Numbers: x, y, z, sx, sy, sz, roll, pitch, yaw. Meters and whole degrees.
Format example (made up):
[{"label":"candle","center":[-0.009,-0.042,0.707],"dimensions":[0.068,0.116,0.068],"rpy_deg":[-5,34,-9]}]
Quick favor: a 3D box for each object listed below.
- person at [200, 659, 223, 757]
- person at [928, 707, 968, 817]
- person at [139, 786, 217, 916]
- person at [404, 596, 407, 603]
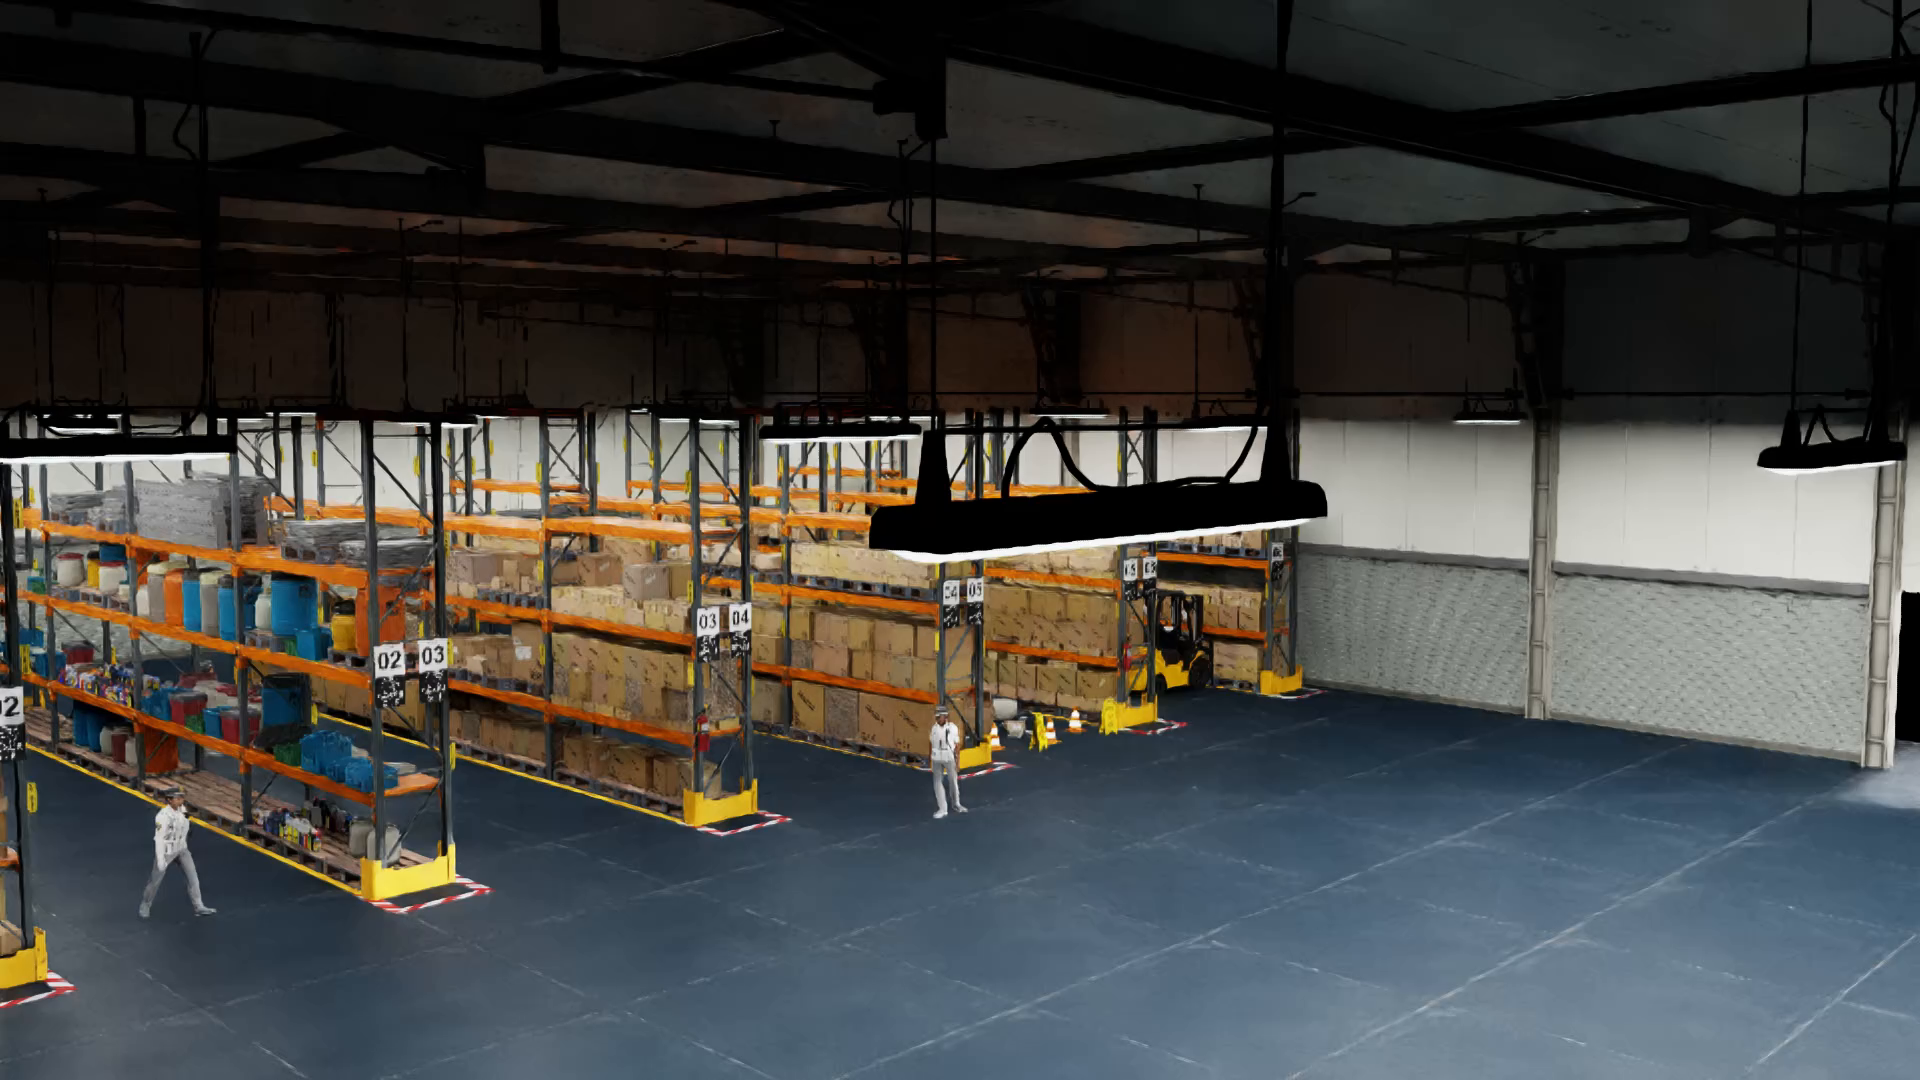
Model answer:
[{"label":"person","center":[-13.080,2.917,28.904],"dimensions":[0.582,1.682,0.364],"rpy_deg":[2,6,25]},{"label":"person","center":[-0.193,3.301,24.957],"dimensions":[0.568,1.662,0.526],"rpy_deg":[1,5,16]},{"label":"person","center":[-9.492,3.748,20.044],"dimensions":[0.936,1.625,0.529],"rpy_deg":[2,5,22]},{"label":"person","center":[-14.093,1.804,41.493],"dimensions":[0.570,1.611,0.954],"rpy_deg":[-2,6,-25]}]
